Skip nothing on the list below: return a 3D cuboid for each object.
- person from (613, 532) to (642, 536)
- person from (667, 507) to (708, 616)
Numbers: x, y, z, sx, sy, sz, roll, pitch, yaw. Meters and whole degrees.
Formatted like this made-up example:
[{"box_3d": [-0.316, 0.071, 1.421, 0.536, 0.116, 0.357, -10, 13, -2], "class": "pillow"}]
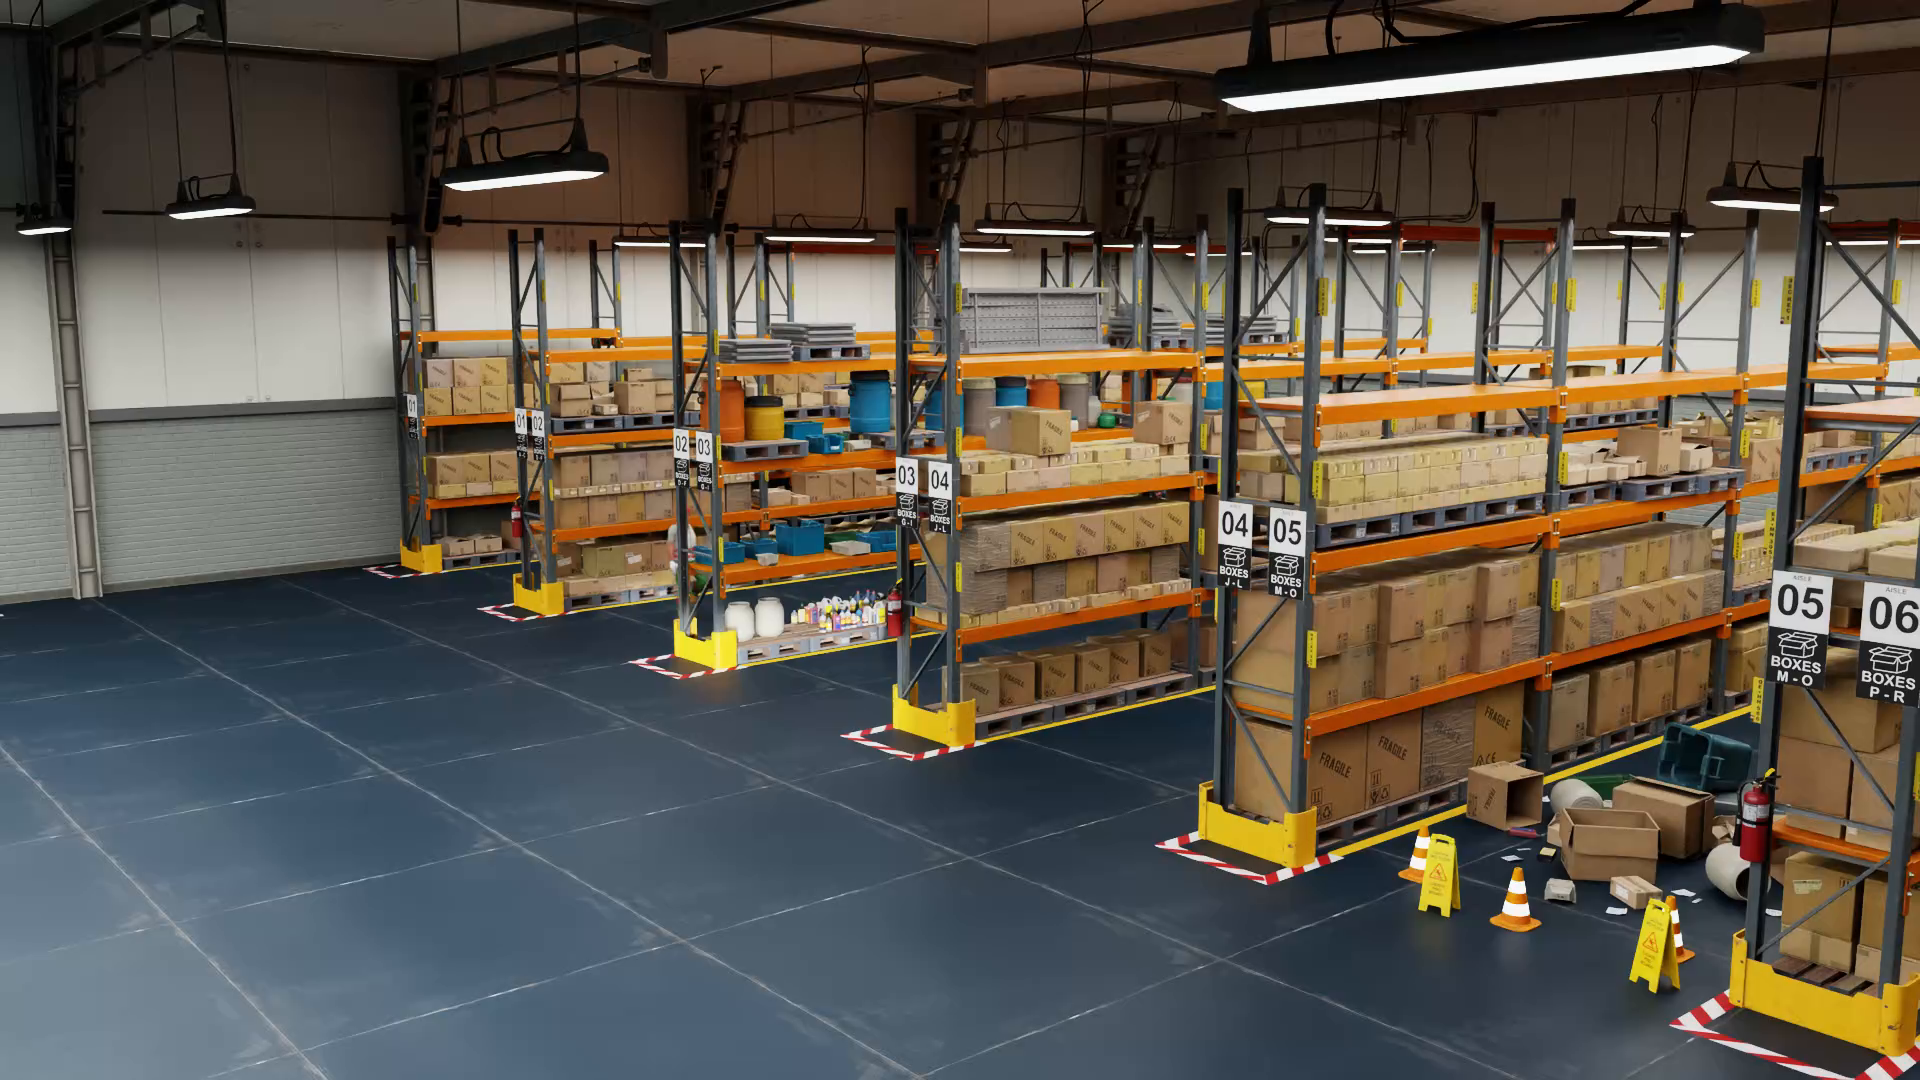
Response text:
[{"box_3d": [-6.169, -0.391, 30.409, 0.722, 1.779, 0.495, -4, 10, -23], "class": "person"}, {"box_3d": [-4.225, 0.352, 25.730, 0.615, 1.785, 0.556, -7, 11, -40], "class": "person"}]
